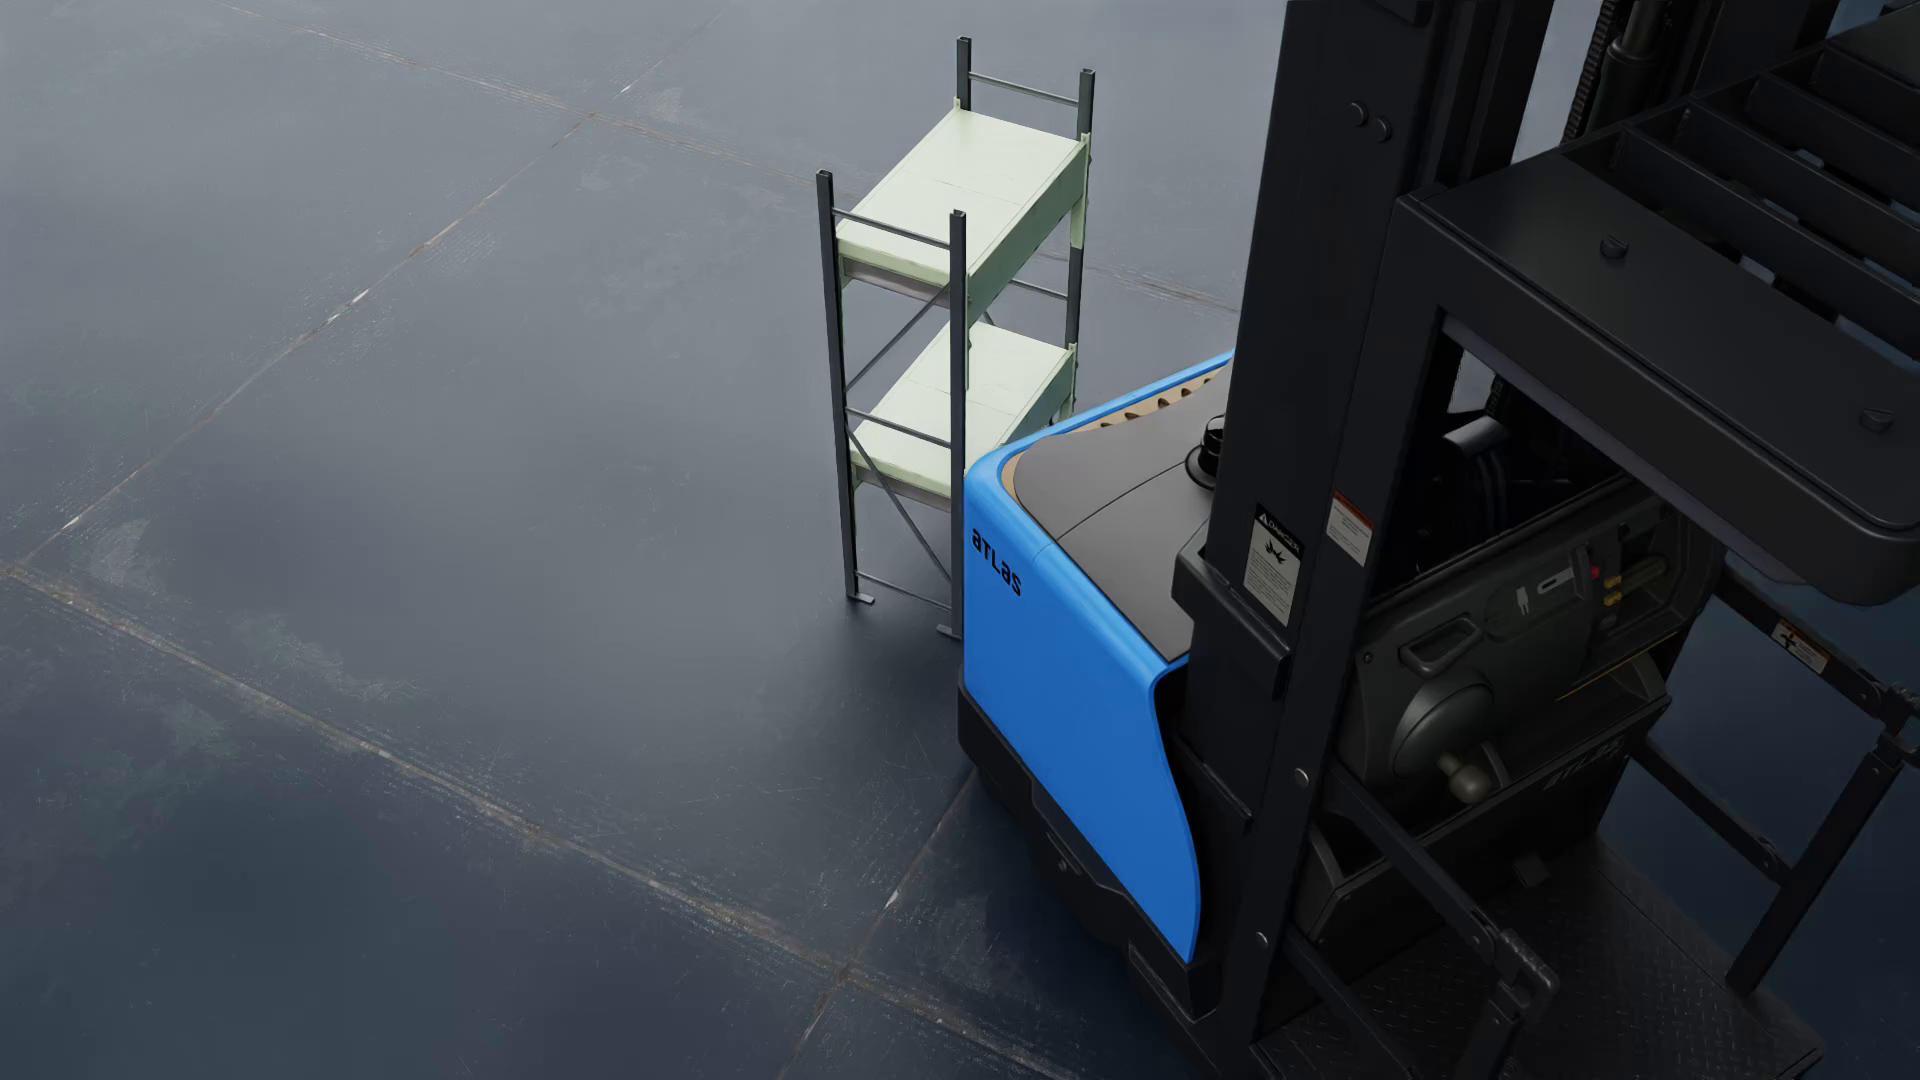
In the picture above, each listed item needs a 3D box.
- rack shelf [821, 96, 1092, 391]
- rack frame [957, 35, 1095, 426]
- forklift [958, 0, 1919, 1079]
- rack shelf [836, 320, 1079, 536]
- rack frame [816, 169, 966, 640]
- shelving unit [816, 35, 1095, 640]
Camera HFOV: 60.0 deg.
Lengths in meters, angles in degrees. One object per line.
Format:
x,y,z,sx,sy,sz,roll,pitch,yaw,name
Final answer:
0.003,-0.806,4.443,0.431,0.370,0.720,20,49,19,rack shelf
0.173,-0.762,4.949,0.400,1.500,0.023,20,49,19,rack frame
1.198,0.252,2.941,1.130,2.935,3.031,-24,50,-22,forklift
0.003,-0.302,4.953,0.431,0.370,0.720,20,49,19,rack shelf
-0.167,-0.301,4.493,0.400,1.500,0.023,20,49,19,rack frame
0.003,-0.531,4.721,0.431,1.500,0.755,20,49,19,shelving unit
